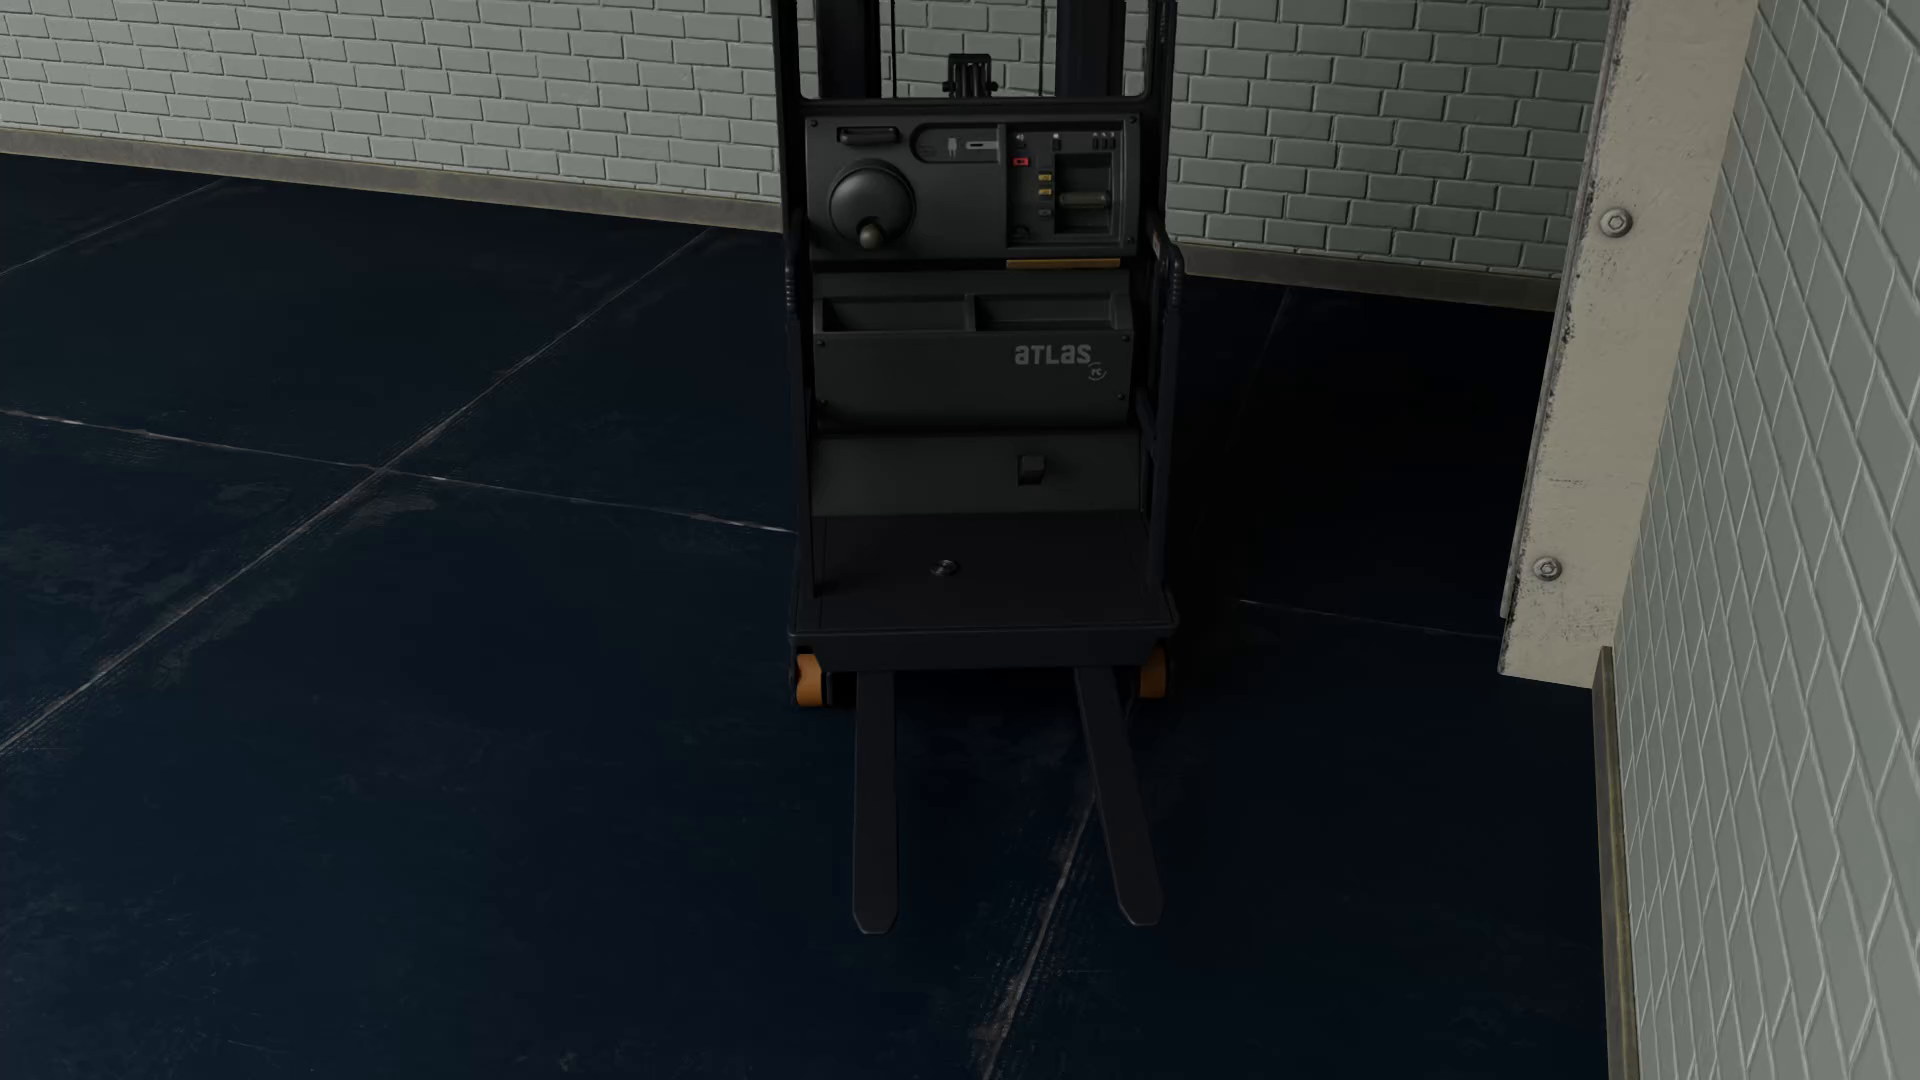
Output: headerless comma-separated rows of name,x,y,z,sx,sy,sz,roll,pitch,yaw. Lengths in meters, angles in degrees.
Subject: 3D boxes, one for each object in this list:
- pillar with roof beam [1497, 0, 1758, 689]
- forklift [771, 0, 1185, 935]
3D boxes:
pillar with roof beam,-2.286,-4.213,4.067,9.100,9.000,0.400,8,30,15
forklift,0.050,-0.950,4.443,1.130,2.935,3.031,-1,29,-2
